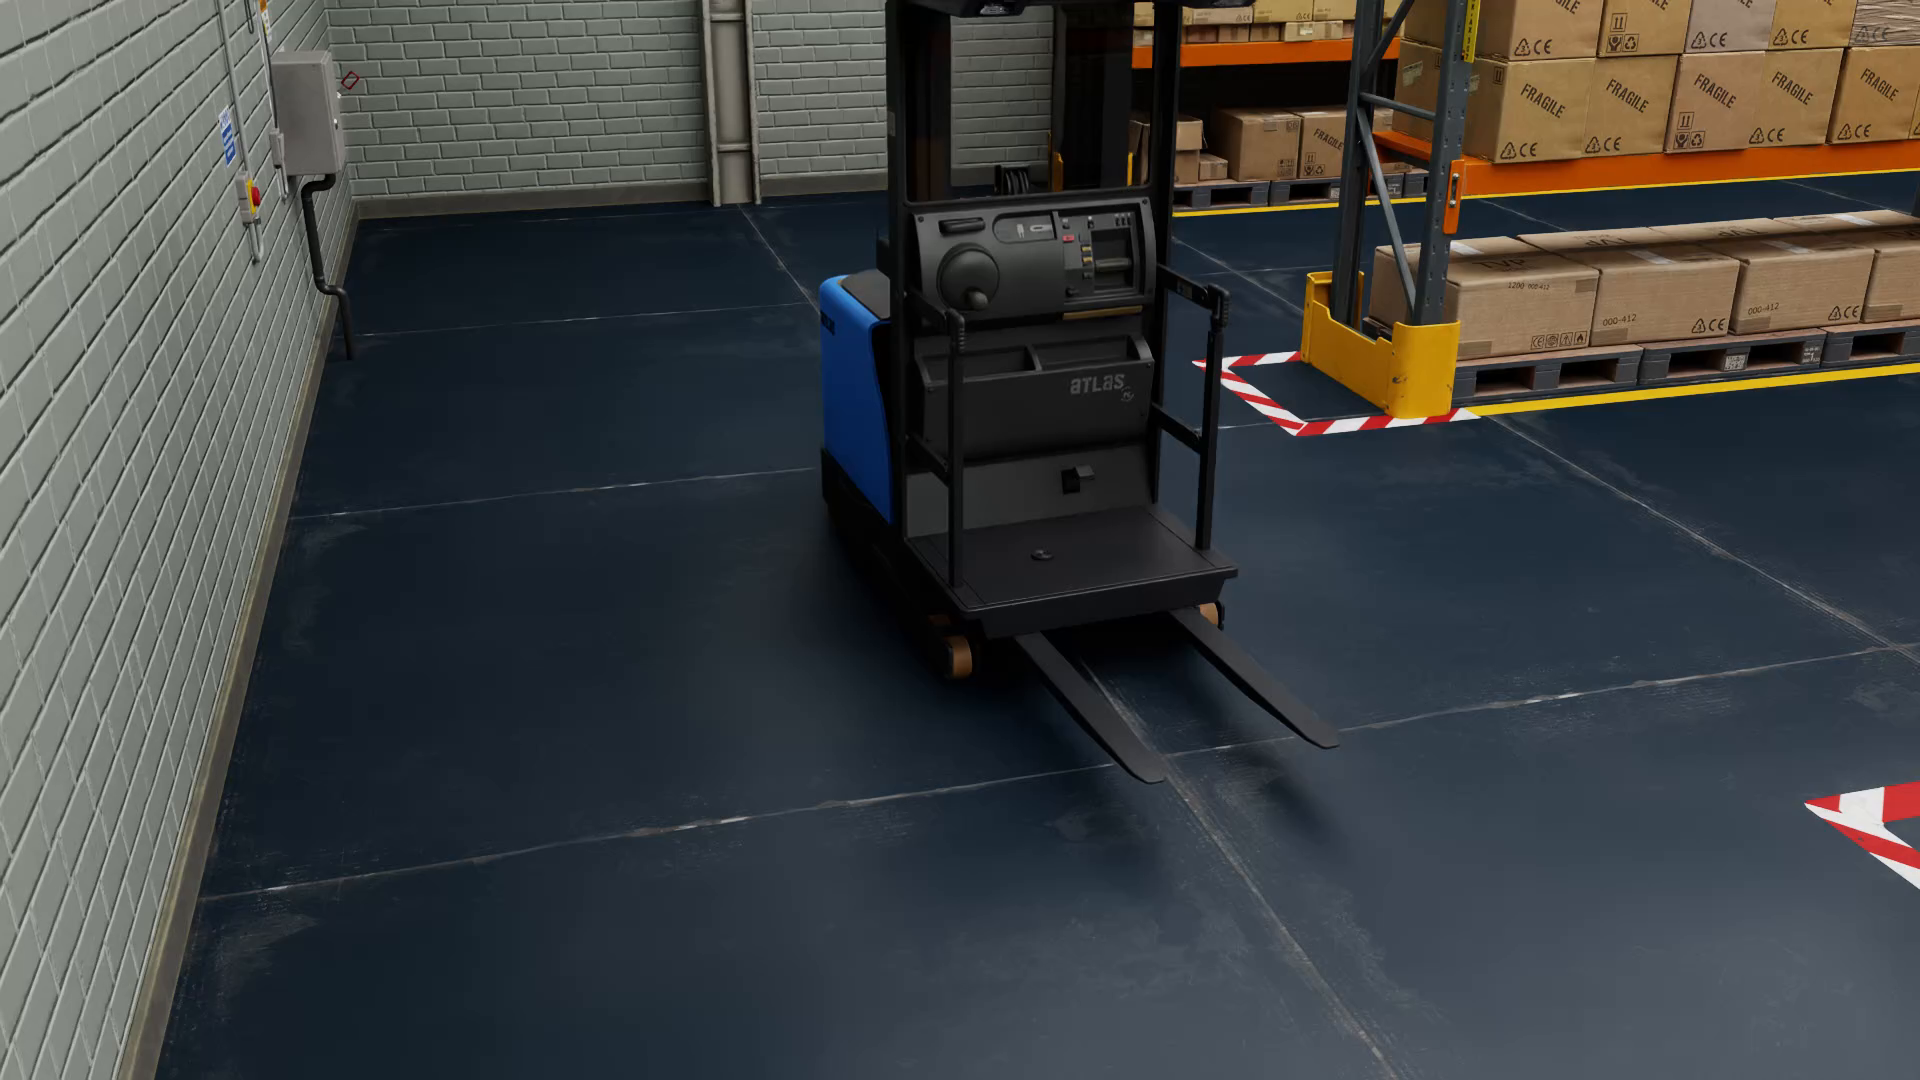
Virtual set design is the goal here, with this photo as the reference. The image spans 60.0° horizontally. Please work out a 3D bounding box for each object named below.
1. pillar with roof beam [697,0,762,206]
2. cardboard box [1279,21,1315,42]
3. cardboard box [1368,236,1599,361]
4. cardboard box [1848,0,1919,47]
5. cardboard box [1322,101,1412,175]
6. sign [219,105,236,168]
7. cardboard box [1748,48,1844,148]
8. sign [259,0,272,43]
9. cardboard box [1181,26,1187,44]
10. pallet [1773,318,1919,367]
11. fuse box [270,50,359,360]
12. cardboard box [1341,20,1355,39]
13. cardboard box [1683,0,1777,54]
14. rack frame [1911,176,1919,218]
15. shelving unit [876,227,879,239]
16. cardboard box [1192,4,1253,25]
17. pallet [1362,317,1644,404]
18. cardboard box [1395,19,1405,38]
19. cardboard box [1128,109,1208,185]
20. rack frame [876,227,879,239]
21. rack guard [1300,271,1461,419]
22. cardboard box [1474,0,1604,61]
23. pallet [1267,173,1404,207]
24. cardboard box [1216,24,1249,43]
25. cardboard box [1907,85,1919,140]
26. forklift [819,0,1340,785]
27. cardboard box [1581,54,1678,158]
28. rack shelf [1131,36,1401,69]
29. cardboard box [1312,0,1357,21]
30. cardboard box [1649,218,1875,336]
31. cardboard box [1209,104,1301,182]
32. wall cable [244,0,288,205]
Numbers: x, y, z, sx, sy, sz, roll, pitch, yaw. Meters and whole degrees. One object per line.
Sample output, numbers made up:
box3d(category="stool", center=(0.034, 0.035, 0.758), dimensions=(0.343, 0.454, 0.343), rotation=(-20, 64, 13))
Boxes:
box3d(category="pillar with roof beam", center=(-0.704, -5.310, 8.214), dimensions=(0.400, 9.000, 9.100), rotation=(-6, 24, -14))
box3d(category="cardboard box", center=(2.617, -4.066, 13.242), dimensions=(0.250, 0.149, 0.380), rotation=(-7, 24, -16))
box3d(category="cardboard box", center=(2.926, -1.372, 9.361), dimensions=(0.875, 0.438, 0.875), rotation=(-7, 24, -16))
box3d(category="cardboard box", center=(4.811, -2.916, 8.848), dimensions=(0.500, 0.500, 0.500), rotation=(-6, 24, -14))
box3d(category="cardboard box", center=(3.420, -3.393, 13.991), dimensions=(0.500, 0.500, 0.700), rotation=(-7, 24, -16))
box3d(category="sign", center=(-3.151, -1.738, 7.155), dimensions=(0.001, 0.218, 0.327), rotation=(-6, 24, -14))
box3d(category="cardboard box", center=(4.309, -2.408, 8.932), dimensions=(0.500, 0.500, 0.500), rotation=(-6, 24, -13))
box3d(category="sign", center=(-3.717, -2.789, 8.898), dimensions=(0.001, 0.242, 0.339), rotation=(-6, 24, -14))
box3d(category="cardboard box", center=(1.596, -3.993, 13.070), dimensions=(0.250, 0.149, 0.380), rotation=(-6, 24, -13))
box3d(category="pallet", center=(5.415, -1.342, 10.110), dimensions=(1.213, 0.211, 1.003), rotation=(-6, 24, -14))
box3d(category="fuse box", center=(-3.533, -1.860, 9.415), dimensions=(0.414, 1.711, 0.539), rotation=(-6, 24, -14))
box3d(category="cardboard box", center=(3.095, -4.156, 13.450), dimensions=(0.250, 0.149, 0.380), rotation=(-6, 24, -14))
box3d(category="cardboard box", center=(3.845, -2.813, 8.606), dimensions=(0.500, 0.500, 0.500), rotation=(-6, 24, -15))
box3d(category="rack frame", center=(6.169, -2.675, 9.679), dimensions=(0.127, 3.000, 1.000), rotation=(-6, 24, -14))
box3d(category="shelving unit", center=(-0.248, -0.832, 7.668), dimensions=(0.189, 1.200, 0.258), rotation=(-9, 25, -20))
box3d(category="cardboard box", center=(1.968, -4.200, 13.048), dimensions=(0.500, 0.250, 0.500), rotation=(-6, 24, -14))
box3d(category="pallet", center=(3.066, -1.082, 9.504), dimensions=(1.213, 0.211, 1.003), rotation=(-6, 24, -14))
box3d(category="cardboard box", center=(3.599, -4.185, 13.518), dimensions=(0.250, 0.149, 0.380), rotation=(-7, 24, -15))
box3d(category="cardboard box", center=(1.587, -3.208, 13.555), dimensions=(0.637, 0.503, 0.797), rotation=(-7, 24, -16))
box3d(category="rack frame", center=(-0.333, -0.819, 7.637), dimensions=(0.006, 1.200, 0.240), rotation=(-9, 25, -20))
box3d(category="rack guard", center=(2.294, -1.097, 9.173), dimensions=(0.348, 0.500, 1.175), rotation=(-6, 24, -14))
box3d(category="cardboard box", center=(2.856, -2.697, 8.337), dimensions=(0.500, 0.500, 0.500), rotation=(-7, 24, -16))
box3d(category="pallet", center=(2.986, -3.073, 14.145), dimensions=(1.213, 0.211, 1.003), rotation=(-6, 24, -14))
box3d(category="cardboard box", center=(2.099, -4.038, 13.174), dimensions=(0.250, 0.149, 0.380), rotation=(-6, 24, -13))
box3d(category="cardboard box", center=(5.297, -2.517, 9.186), dimensions=(0.500, 0.500, 0.500), rotation=(-7, 24, -16))
box3d(category="forklift", center=(0.358, -1.019, 5.907), dimensions=(1.130, 2.935, 3.031), rotation=(-8, 25, -18))
box3d(category="cardboard box", center=(3.337, -2.301, 8.682), dimensions=(0.500, 0.500, 0.500), rotation=(-7, 24, -15))
box3d(category="rack shelf", center=(2.899, -4.015, 13.716), dimensions=(4.000, 0.370, 1.077), rotation=(-6, 24, -14))
box3d(category="cardboard box", center=(2.942, -4.318, 13.323), dimensions=(0.500, 0.250, 0.500), rotation=(-7, 24, -16))
box3d(category="cardboard box", center=(4.673, -1.569, 9.818), dimensions=(0.875, 0.438, 0.875), rotation=(-7, 24, -16))
box3d(category="cardboard box", center=(2.421, -3.282, 13.733), dimensions=(0.500, 0.500, 0.700), rotation=(-5, 24, -12))
box3d(category="wall cable", center=(-3.500, -2.643, 8.318), dimensions=(0.122, 1.984, 0.588), rotation=(-6, 24, -14))
